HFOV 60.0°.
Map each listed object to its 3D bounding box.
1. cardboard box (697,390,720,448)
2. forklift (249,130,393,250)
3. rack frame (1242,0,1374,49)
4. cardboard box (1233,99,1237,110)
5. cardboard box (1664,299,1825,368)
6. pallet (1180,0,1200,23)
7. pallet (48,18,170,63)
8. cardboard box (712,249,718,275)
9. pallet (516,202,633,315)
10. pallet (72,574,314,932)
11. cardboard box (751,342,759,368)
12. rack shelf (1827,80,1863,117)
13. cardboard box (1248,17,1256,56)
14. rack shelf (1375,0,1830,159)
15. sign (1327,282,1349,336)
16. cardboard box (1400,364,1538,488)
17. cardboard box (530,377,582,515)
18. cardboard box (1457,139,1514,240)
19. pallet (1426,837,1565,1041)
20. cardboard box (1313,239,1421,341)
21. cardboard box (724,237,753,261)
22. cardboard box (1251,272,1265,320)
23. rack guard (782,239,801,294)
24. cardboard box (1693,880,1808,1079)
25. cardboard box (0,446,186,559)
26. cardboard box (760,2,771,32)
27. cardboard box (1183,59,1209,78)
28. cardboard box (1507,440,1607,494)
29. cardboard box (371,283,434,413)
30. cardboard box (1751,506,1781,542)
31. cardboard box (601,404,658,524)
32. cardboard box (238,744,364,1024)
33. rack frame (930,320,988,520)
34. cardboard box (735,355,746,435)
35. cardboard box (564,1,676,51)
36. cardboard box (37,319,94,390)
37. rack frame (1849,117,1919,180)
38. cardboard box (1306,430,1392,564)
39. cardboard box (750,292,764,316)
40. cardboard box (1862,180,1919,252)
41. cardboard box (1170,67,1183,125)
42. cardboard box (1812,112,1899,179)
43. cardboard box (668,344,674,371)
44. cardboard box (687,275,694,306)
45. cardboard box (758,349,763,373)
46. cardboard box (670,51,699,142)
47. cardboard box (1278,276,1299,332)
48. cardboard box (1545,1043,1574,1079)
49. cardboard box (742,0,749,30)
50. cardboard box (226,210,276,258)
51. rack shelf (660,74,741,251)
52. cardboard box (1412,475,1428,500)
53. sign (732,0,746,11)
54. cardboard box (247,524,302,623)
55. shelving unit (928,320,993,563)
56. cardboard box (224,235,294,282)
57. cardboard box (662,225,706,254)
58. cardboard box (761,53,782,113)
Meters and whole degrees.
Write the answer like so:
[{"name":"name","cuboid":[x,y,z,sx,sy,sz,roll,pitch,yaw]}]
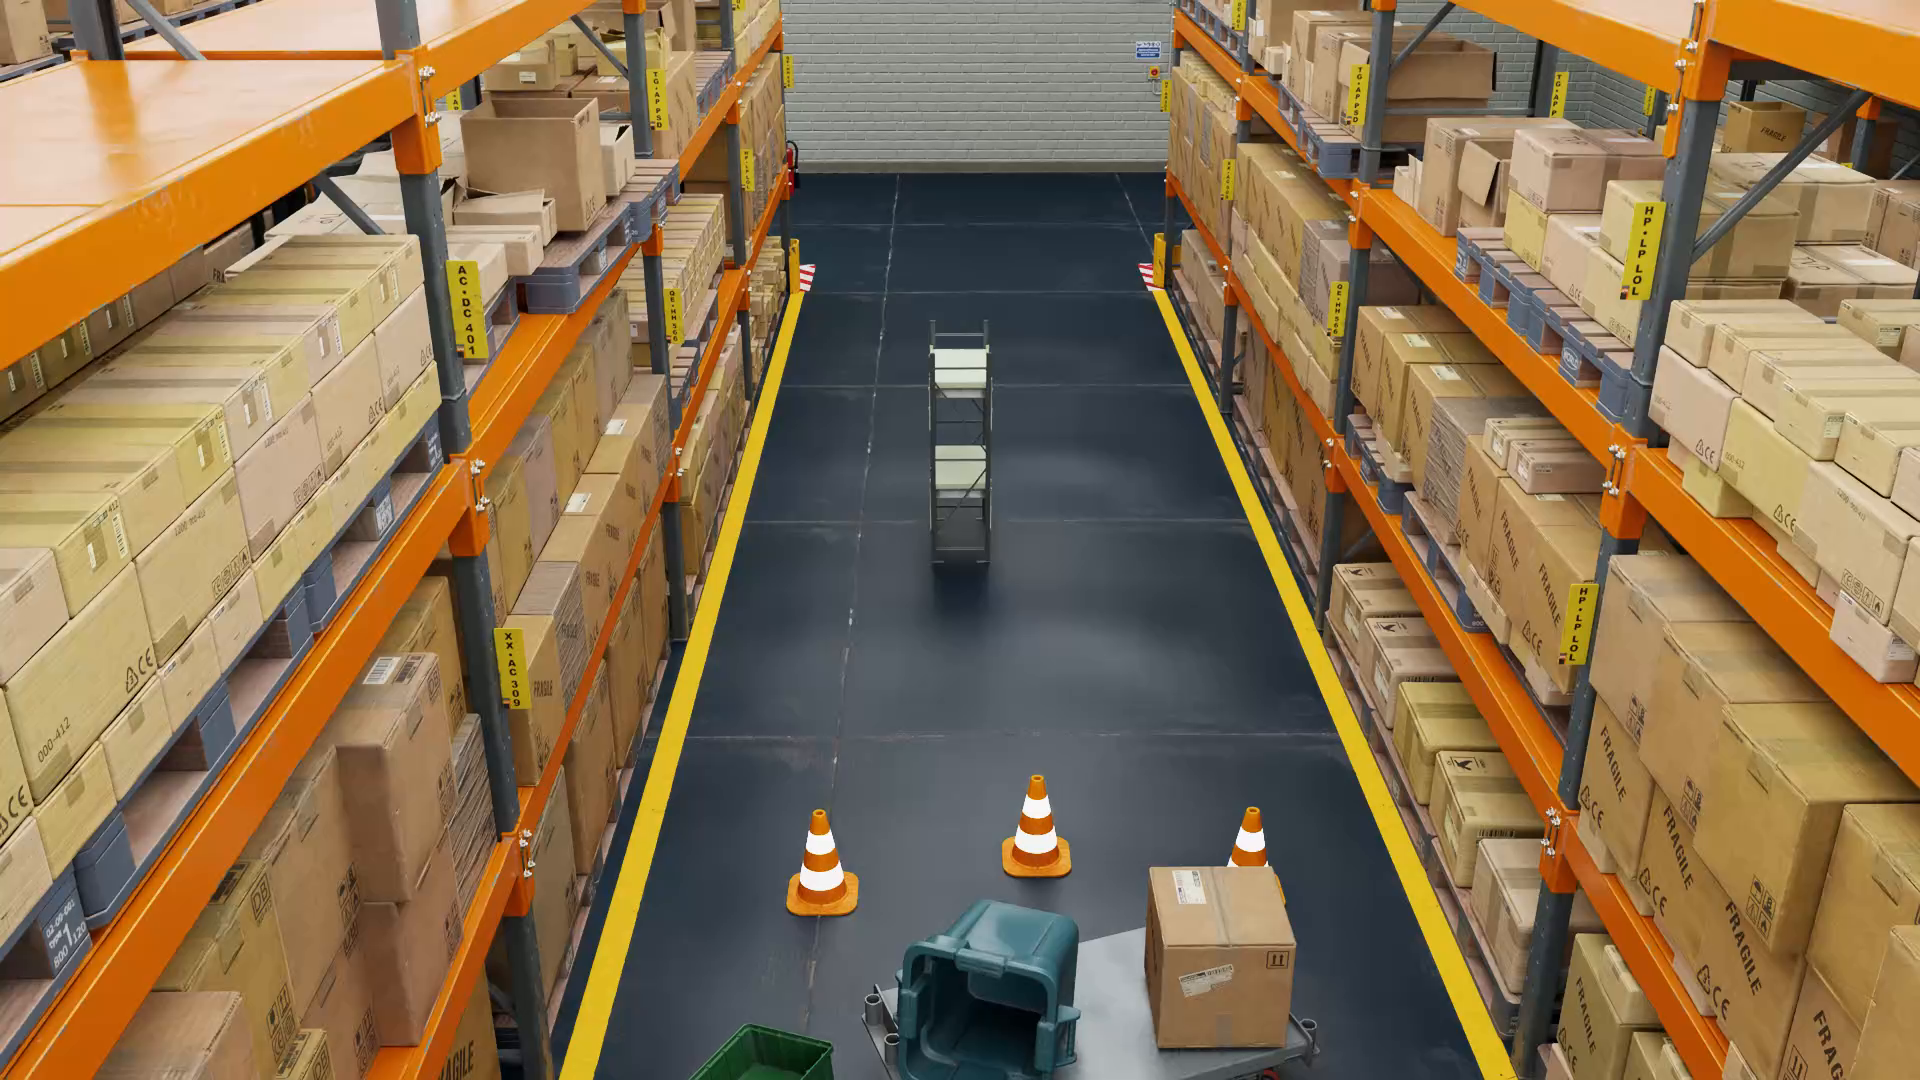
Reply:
[{"name":"cardboard box","cuboid":[-1.961,-0.846,11.594,0.500,0.250,0.500,0,24,0]},{"name":"forklift","cuboid":[-4.679,-1.831,12.241,1.130,2.935,3.031,0,24,0]},{"name":"rack frame","cuboid":[2.708,-5.199,12.325,1.000,3.000,0.127,0,24,-1]},{"name":"cardboard box","cuboid":[2.499,-3.600,13.947,0.380,0.149,0.250,0,24,0]},{"name":"cardboard box","cuboid":[2.472,-0.653,5.252,0.380,0.149,0.250,-1,24,-1]},{"name":"pallet","cuboid":[2.683,-5.135,15.930,1.003,0.211,1.213,0,24,-1]},{"name":"pallet","cuboid":[-7.200,-4.085,13.609,1.003,0.211,1.213,0,24,-1]},{"name":"cardboard box","cuboid":[-2.034,-2.106,12.562,0.380,0.149,0.250,0,24,-1]},{"name":"pallet","cuboid":[-2.122,-1.308,7.592,1.003,0.211,1.213,1,24,2]},{"name":"pallet","cuboid":[-2.145,0.407,3.678,1.003,0.211,1.213,0,24,-1]},{"name":"cardboard box","cuboid":[-1.925,-1.581,14.194,0.380,0.149,0.250,1,24,2]},{"name":"rack shelf","cuboid":[7.649,-4.353,14.967,1.077,0.370,4.000,0,24,-1]},{"name":"cardboard box","cuboid":[2.363,-3.755,12.425,0.396,0.266,0.258,0,24,-1]},{"name":"rack shelf","cuboid":[2.773,-2.217,7.090,1.077,0.370,4.000,0,24,-1]},{"name":"sign","cuboid":[2.196,-1.341,9.670,0.100,0.325,0.005,0,24,-1]},{"name":"cardboard box","cuboid":[2.550,-0.570,8.378,0.500,0.500,0.500,0,24,0]},{"name":"cardboard box","cuboid":[-2.182,-0.439,7.746,0.700,0.500,0.500,0,24,-1]},{"name":"cardboard box","cuboid":[2.797,-1.603,7.888,0.797,0.503,0.637,0,24,-1]},{"name":"pallet","cuboid":[2.785,1.781,7.557,1.003,0.211,1.213,0,24,-1]},{"name":"cardboard box","cuboid":[2.484,-1.530,10.159,0.500,0.500,0.500,-1,24,-2]},{"name":"cardboard box","cuboid":[-1.917,-2.405,13.734,0.380,0.149,0.250,1,24,1]},{"name":"cardboard box","cuboid":[2.445,-1.790,12.251,0.500,0.250,0.500,0,24,-1]},{"name":"rack guard","cuboid":[-2.284,-2.880,17.511,1.175,0.500,0.348,0,24,-1]},{"name":"cardboard box","cuboid":[2.542,1.246,4.873,0.500,0.500,0.500,0,24,-1]},{"name":"cardboard box","cuboid":[-1.811,-0.078,3.348,0.380,0.149,0.250,0,24,0]},{"name":"cardboard box","cuboid":[-2.010,-4.748,15.149,0.500,0.250,0.500,1,24,2]},{"name":"cardboard box","cuboid":[2.353,-4.548,16.043,0.380,0.149,0.250,0,24,1]},{"name":"cardboard box","cuboid":[2.544,-0.310,7.017,0.380,0.149,0.250,-1,24,-2]},{"name":"cardboard box","cuboid":[-1.891,-0.574,4.930,0.500,0.250,0.500,-1,24,-1]},{"name":"cardboard box","cuboid":[2.613,-0.082,4.956,0.380,0.149,0.250,0,24,-1]},{"name":"cardboard box","cuboid":[-1.920,-0.409,8.893,0.500,0.500,0.500,0,24,-1]},{"name":"cardboard box","cuboid":[-2.193,0.936,4.548,0.875,0.550,0.550,0,24,-1]},{"name":"rack frame","cuboid":[-0.004,-0.831,11.768,0.400,1.500,0.023,0,24,-1]},{"name":"cardboard box","cuboid":[-1.981,-1.150,13.177,0.500,0.500,0.500,-1,24,-2]},{"name":"cardboard box","cuboid":[-2.355,-3.370,11.286,0.797,0.503,0.637,-1,24,-1]},{"name":"cardboard box","cuboid":[-2.480,-0.492,4.264,0.380,0.149,0.250,-1,24,-1]},{"name":"rack frame","cuboid":[7.671,-2.490,13.614,1.000,3.000,0.127,0,24,-1]},{"name":"cardboard box","cuboid":[2.827,-0.326,10.899,0.875,0.875,0.875,0,24,-1]},{"name":"cardboard box","cuboid":[-1.980,-2.138,15.066,0.380,0.149,0.250,0,24,1]},{"name":"cardboard box","cuboid":[7.453,-2.526,13.064,0.700,0.500,0.500,0,24,1]},{"name":"cardboard box","cuboid":[2.385,-4.416,16.539,0.500,0.500,0.500,-1,24,-2]},{"name":"cardboard box","cuboid":[7.921,-3.513,14.789,0.500,0.500,0.500,-1,24,-2]},{"name":"cardboard box","cuboid":[-2.003,-1.126,10.395,0.380,0.149,0.250,1,24,2]},{"name":"cardboard box","cuboid":[-2.017,-1.697,11.296,0.380,0.149,0.250,0,24,-1]},{"name":"cardboard box","cuboid":[-1.926,-1.555,14.499,0.380,0.149,0.250,0,24,1]},{"name":"cardboard box","cuboid":[-1.961,-2.814,10.571,0.500,0.500,0.500,0,24,-1]},{"name":"cardboard box","cuboid":[2.457,-1.597,11.217,0.500,0.250,0.500,-1,24,-2]},{"name":"cardboard box","cuboid":[2.532,2.137,6.213,0.500,0.250,0.500,-1,24,-3]},{"name":"cardboard box","cuboid":[-2.007,-4.333,13.625,0.500,0.250,0.500,0,24,-1]},{"name":"cardboard box","cuboid":[-7.148,-2.654,16.047,0.875,0.875,0.875,0,24,-1]},{"name":"rack shelf","cuboid":[-2.219,-2.617,11.128,1.077,0.370,4.000,0,24,-1]},{"name":"cardboard box","cuboid":[2.558,-0.318,8.607,0.380,0.149,0.250,1,24,3]},{"name":"sign","cuboid":[-1.686,-4.187,12.623,0.100,0.325,0.005,0,24,-1]},{"name":"cardboard box","cuboid":[-1.814,0.079,3.969,0.380,0.149,0.250,0,24,-1]},{"name":"shelving unit","cuboid":[0.000,-0.681,11.435,0.431,1.500,0.755,0,24,-1]},{"name":"cardboard box","cuboid":[-2.321,-0.931,6.079,0.500,0.250,0.500,0,24,0]},{"name":"cardboard box","cuboid":[-2.034,-2.158,11.956,0.380,0.149,0.250,-1,24,-2]},{"name":"cardboard box","cuboid":[-2.031,-4.499,16.362,0.500,0.500,0.500,-1,24,-2]}]
